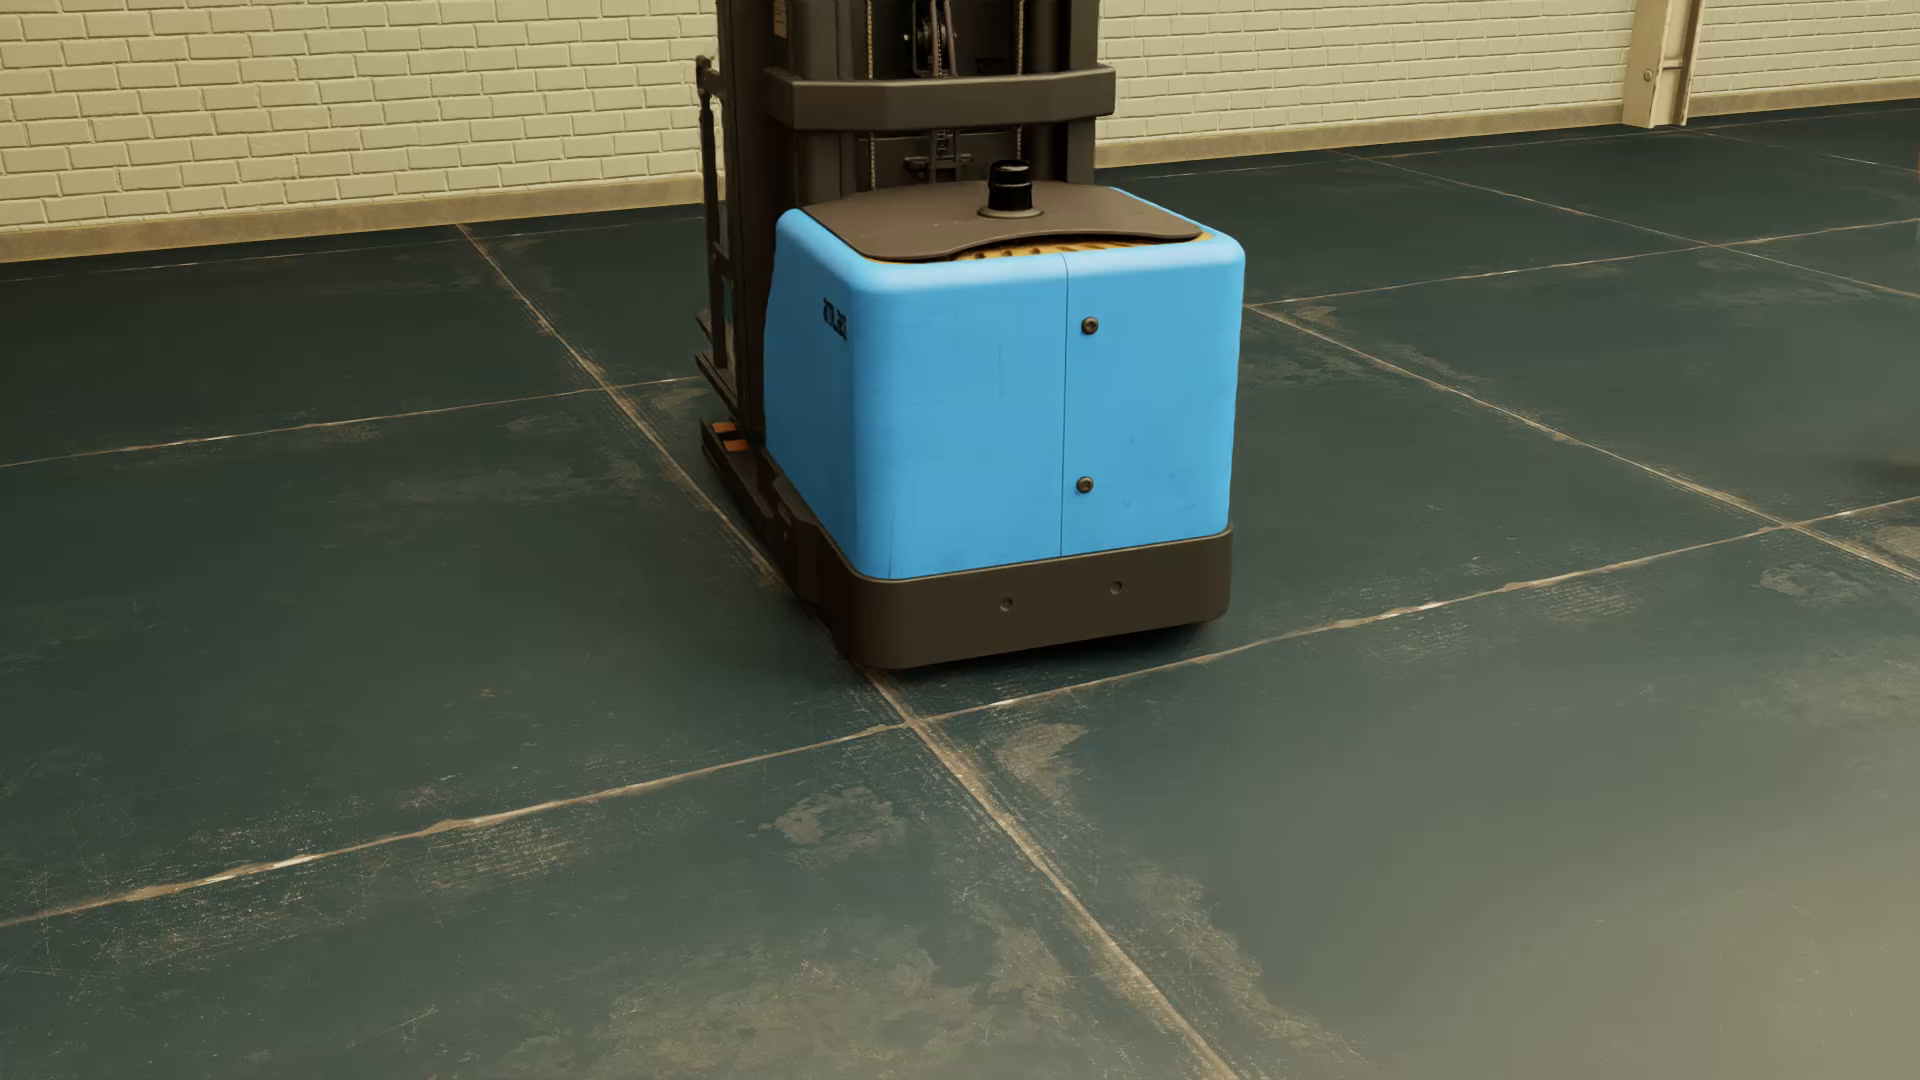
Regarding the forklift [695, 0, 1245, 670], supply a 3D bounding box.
[{"bbox_3d":[-0.246,-1.567,5.058,1.130,2.935,3.031,-8,24,-18],"label":"forklift"}]
